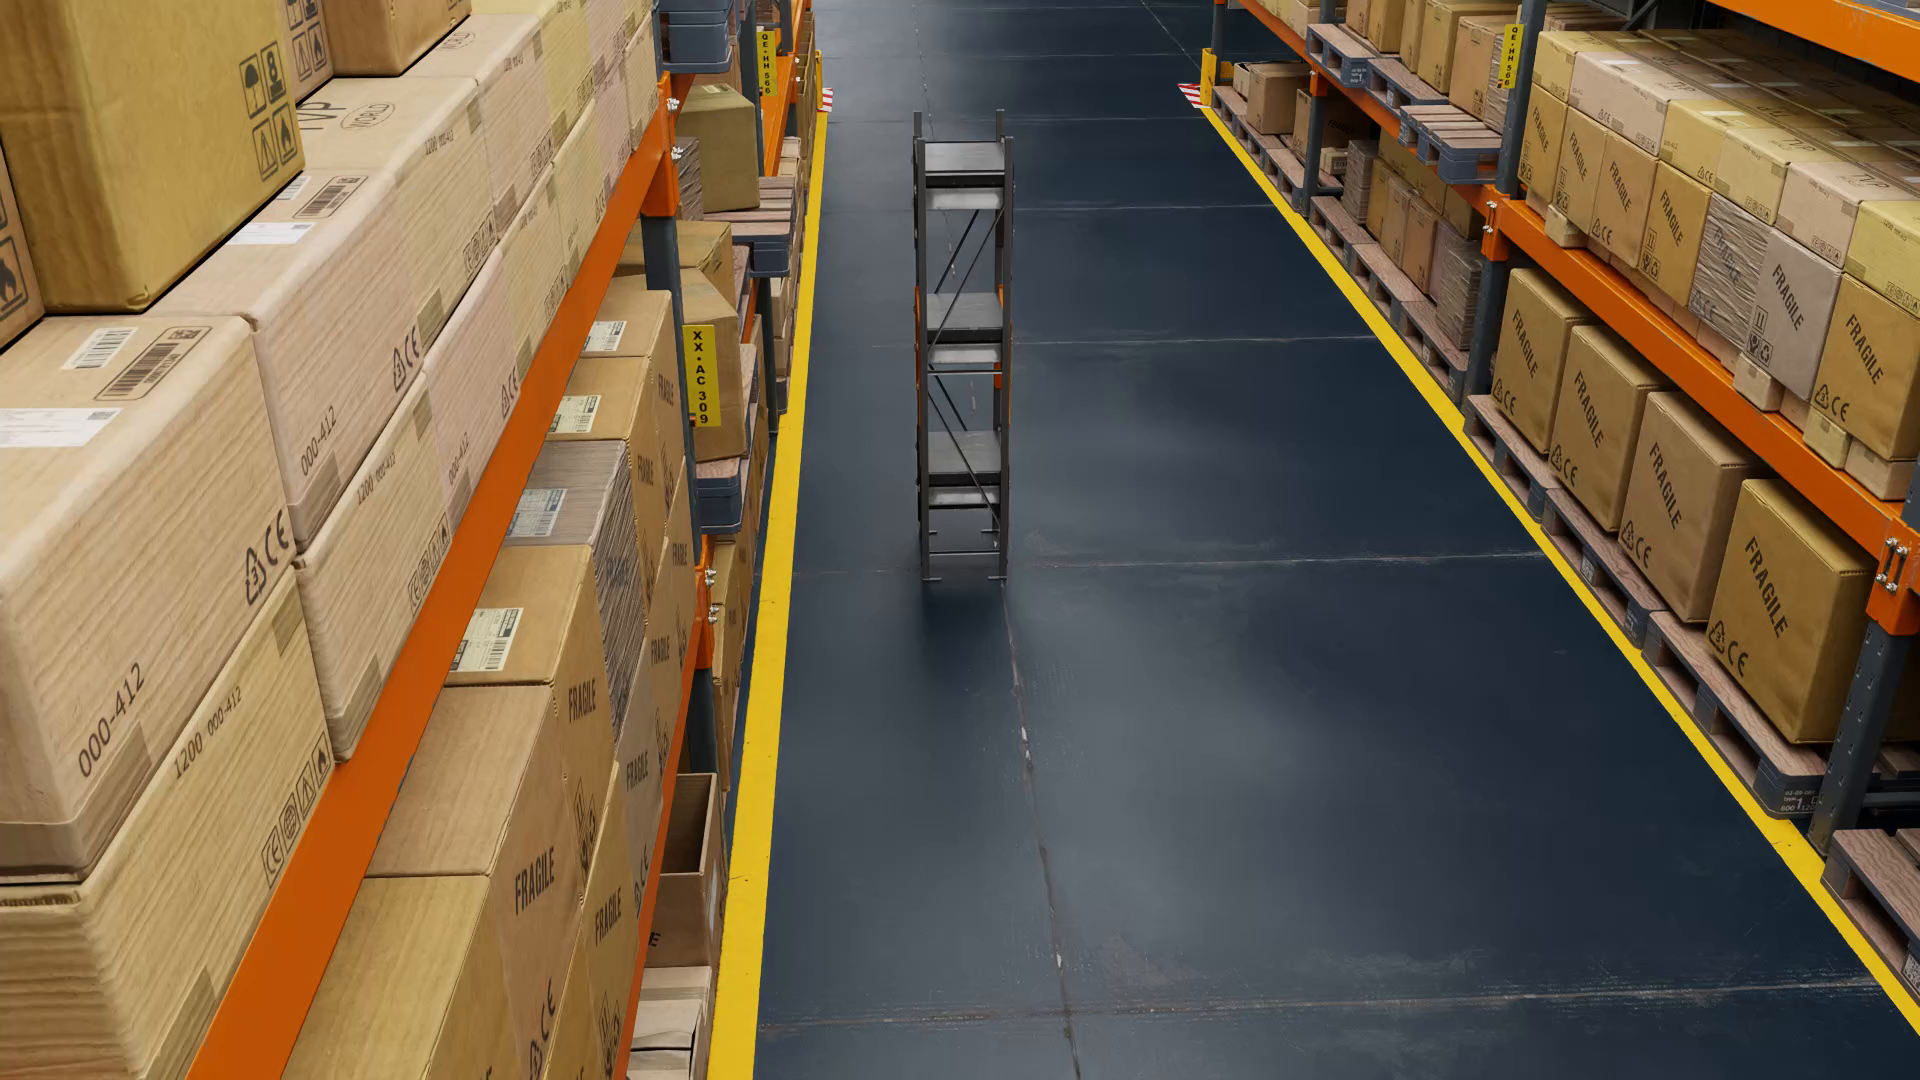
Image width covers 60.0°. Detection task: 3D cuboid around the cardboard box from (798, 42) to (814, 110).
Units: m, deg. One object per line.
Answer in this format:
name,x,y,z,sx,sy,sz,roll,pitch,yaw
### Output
cardboard box,-1.533,-4.000,14.385,0.500,0.500,0.500,-1,28,-3

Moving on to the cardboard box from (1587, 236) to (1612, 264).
cardboard box,3.271,-1.446,8.029,0.380,0.149,0.250,-2,28,-3

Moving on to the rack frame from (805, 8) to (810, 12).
rack frame,-1.949,-5.634,15.808,1.000,3.000,0.127,-1,28,-3

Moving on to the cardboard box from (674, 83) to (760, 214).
cardboard box,-1.386,-1.882,8.052,0.700,0.500,0.500,-11,29,-20

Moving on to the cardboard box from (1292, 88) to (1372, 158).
cardboard box,3.112,-3.473,13.892,0.500,0.500,0.500,-3,28,-7

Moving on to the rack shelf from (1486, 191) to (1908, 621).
rack shelf,3.520,-0.818,7.352,1.077,0.370,4.000,-1,28,-3

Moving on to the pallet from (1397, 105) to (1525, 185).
pallet,3.272,-2.302,9.627,1.213,0.211,1.003,-1,28,-3

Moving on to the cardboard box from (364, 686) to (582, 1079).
cardboard box,-0.930,0.584,2.697,0.500,0.500,0.500,-1,28,-2

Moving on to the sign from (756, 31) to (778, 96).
sign,-0.990,-2.435,8.508,0.100,0.325,0.005,-1,28,-3

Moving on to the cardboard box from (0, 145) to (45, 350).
cardboard box,-1.157,-0.299,1.147,0.700,0.500,0.500,-1,28,-3

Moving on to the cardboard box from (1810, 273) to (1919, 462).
cardboard box,3.348,-0.605,5.716,0.500,0.500,0.500,-2,28,-3

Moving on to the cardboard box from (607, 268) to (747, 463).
cardboard box,-1.124,-0.547,5.492,0.700,0.500,0.500,-11,29,-20

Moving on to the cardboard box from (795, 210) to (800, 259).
cardboard box,-1.378,-2.099,11.550,0.500,0.250,0.500,-1,28,-2

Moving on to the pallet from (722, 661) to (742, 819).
pallet,-1.403,0.770,6.546,1.003,0.211,1.213,-1,28,-3

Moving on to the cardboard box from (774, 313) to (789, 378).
cardboard box,-1.266,-1.155,9.740,0.500,0.250,0.500,-1,28,-3

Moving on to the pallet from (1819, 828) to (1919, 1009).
pallet,3.586,1.376,5.383,1.003,0.211,1.213,-1,28,-3

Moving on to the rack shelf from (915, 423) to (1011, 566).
rack shelf,0.009,-0.222,7.948,0.431,0.518,0.480,-1,28,-3

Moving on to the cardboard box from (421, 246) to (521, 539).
cardboard box,-0.928,-0.214,2.334,0.500,0.250,0.500,-1,28,-3

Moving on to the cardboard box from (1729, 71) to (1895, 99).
cardboard box,3.745,-1.899,7.384,0.500,0.250,0.500,-2,28,-4

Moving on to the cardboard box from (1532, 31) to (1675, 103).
cardboard box,3.183,-2.349,8.248,0.500,0.250,0.500,-1,28,-1

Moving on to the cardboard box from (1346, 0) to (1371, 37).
cardboard box,3.199,-3.911,11.922,0.700,0.500,0.500,-1,28,-2

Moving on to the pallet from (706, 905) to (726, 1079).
pallet,-1.288,1.462,5.219,1.003,0.211,1.213,-1,28,-3

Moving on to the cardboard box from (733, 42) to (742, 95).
cardboard box,-1.663,-3.001,10.652,0.500,0.500,0.500,-1,28,-3

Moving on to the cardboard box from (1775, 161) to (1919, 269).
cardboard box,3.327,-1.177,6.000,0.500,0.250,0.500,-1,28,-2

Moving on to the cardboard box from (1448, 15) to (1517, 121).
cardboard box,3.324,-2.774,9.741,0.700,0.500,0.500,-4,28,-7

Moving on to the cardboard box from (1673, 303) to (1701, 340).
cardboard box,3.299,-0.971,7.118,0.380,0.149,0.250,-1,28,-1

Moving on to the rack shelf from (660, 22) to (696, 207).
rack shelf,-1.427,-2.027,6.426,1.077,0.370,4.000,-1,28,-3

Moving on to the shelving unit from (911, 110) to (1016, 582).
shelving unit,0.009,-0.855,7.618,0.431,2.100,0.503,-1,28,-3

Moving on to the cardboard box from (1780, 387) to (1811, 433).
cardboard box,3.318,-0.497,6.209,0.380,0.149,0.250,-1,28,-1

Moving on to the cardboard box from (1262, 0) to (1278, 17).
cardboard box,2.819,-4.524,13.820,0.500,0.250,0.500,-2,28,-3

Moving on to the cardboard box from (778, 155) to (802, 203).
cardboard box,-1.400,-2.582,11.869,0.500,0.311,0.500,-1,28,-1

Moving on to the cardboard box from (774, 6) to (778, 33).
cardboard box,-1.804,-4.279,13.102,0.700,0.500,0.500,-2,28,-3

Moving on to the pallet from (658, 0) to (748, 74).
pallet,-1.287,-1.641,5.113,1.213,0.211,1.003,-1,28,-3

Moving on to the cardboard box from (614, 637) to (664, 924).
cardboard box,-0.983,0.564,3.818,0.500,0.500,0.500,-1,28,-1

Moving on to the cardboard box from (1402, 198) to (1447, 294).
cardboard box,3.360,-1.948,10.969,0.700,0.500,0.500,-2,28,-3

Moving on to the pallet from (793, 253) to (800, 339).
pallet,-1.596,-1.646,11.178,1.003,0.211,1.213,-1,28,-3

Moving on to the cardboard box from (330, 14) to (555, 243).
cardboard box,-0.954,-0.666,2.662,0.500,0.250,0.500,-1,28,-3

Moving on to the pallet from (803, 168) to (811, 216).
pallet,-1.740,-2.918,13.617,1.003,0.211,1.213,-1,28,-3

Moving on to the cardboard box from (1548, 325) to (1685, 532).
cardboard box,3.362,-0.546,7.924,0.750,0.750,0.750,-2,28,-3

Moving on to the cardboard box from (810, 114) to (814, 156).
cardboard box,-1.504,-3.437,14.115,0.500,0.250,0.500,-1,28,-3

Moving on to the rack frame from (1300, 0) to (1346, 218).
rack frame,3.206,-3.908,12.499,1.000,3.000,0.127,-1,28,-3

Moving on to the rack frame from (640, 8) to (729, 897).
rack frame,-1.323,-0.092,5.183,1.000,3.000,0.127,-1,28,-3

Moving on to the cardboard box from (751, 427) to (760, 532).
cardboard box,-1.222,-0.361,7.925,0.500,0.500,0.500,-2,28,-5

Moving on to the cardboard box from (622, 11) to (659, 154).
cardboard box,-1.032,-1.137,4.105,0.500,0.250,0.500,-1,28,-3

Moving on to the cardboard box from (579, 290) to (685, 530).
cardboard box,-1.038,-0.352,4.492,0.500,0.500,0.500,-1,28,-2

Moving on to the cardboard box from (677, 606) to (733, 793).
cardboard box,-1.105,0.592,6.098,0.500,0.500,0.500,-3,28,-5

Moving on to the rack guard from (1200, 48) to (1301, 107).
rack guard,3.001,-4.612,16.551,1.175,0.500,0.348,-1,28,-3

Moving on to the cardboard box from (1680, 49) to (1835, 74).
cardboard box,3.721,-2.136,7.839,0.500,0.250,0.500,-2,28,-4

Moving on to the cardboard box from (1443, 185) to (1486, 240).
cardboard box,3.358,-2.076,10.403,0.500,0.250,0.500,-1,28,-2

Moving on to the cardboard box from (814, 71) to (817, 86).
cardboard box,-1.626,-4.360,15.885,0.500,0.250,0.500,-1,28,-3

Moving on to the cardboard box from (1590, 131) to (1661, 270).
cardboard box,3.228,-1.544,7.515,0.500,0.500,0.500,-2,28,-3
